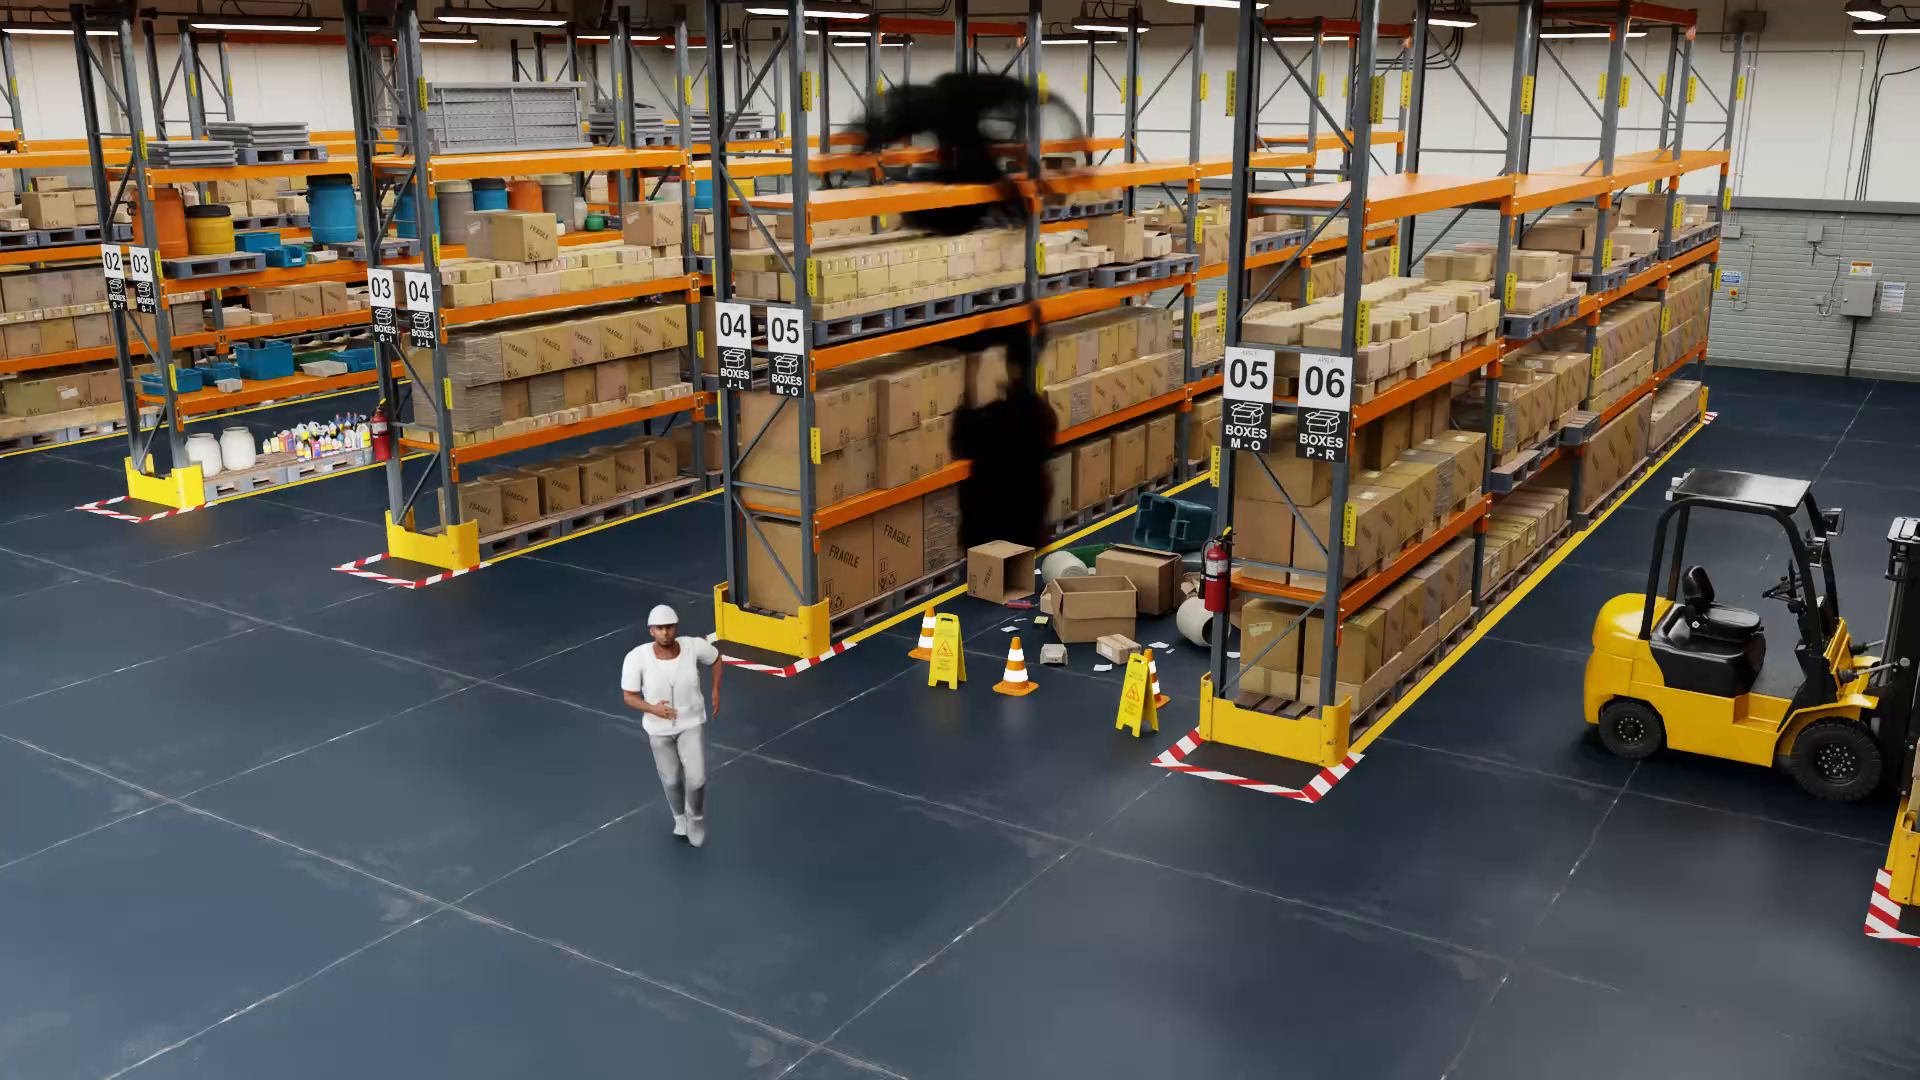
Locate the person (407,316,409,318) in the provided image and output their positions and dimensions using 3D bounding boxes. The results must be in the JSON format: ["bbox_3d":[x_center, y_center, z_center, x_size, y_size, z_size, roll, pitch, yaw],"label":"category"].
[{"bbox_3d":[-10.789,-4.671,33.092,0.546,1.560,0.733,7,17,23],"label":"person"}]

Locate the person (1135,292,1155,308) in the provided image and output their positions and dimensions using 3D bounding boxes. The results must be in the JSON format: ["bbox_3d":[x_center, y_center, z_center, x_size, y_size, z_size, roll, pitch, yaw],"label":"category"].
[{"bbox_3d":[3.110,-3.467,28.557,0.586,1.710,0.688,7,17,25],"label":"person"}]

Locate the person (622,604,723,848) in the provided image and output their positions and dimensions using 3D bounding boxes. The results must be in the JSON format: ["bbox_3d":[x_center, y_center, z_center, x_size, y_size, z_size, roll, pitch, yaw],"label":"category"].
[{"bbox_3d":[-1.952,1.276,11.387,0.678,1.744,0.644,-2,16,-8],"label":"person"}]
